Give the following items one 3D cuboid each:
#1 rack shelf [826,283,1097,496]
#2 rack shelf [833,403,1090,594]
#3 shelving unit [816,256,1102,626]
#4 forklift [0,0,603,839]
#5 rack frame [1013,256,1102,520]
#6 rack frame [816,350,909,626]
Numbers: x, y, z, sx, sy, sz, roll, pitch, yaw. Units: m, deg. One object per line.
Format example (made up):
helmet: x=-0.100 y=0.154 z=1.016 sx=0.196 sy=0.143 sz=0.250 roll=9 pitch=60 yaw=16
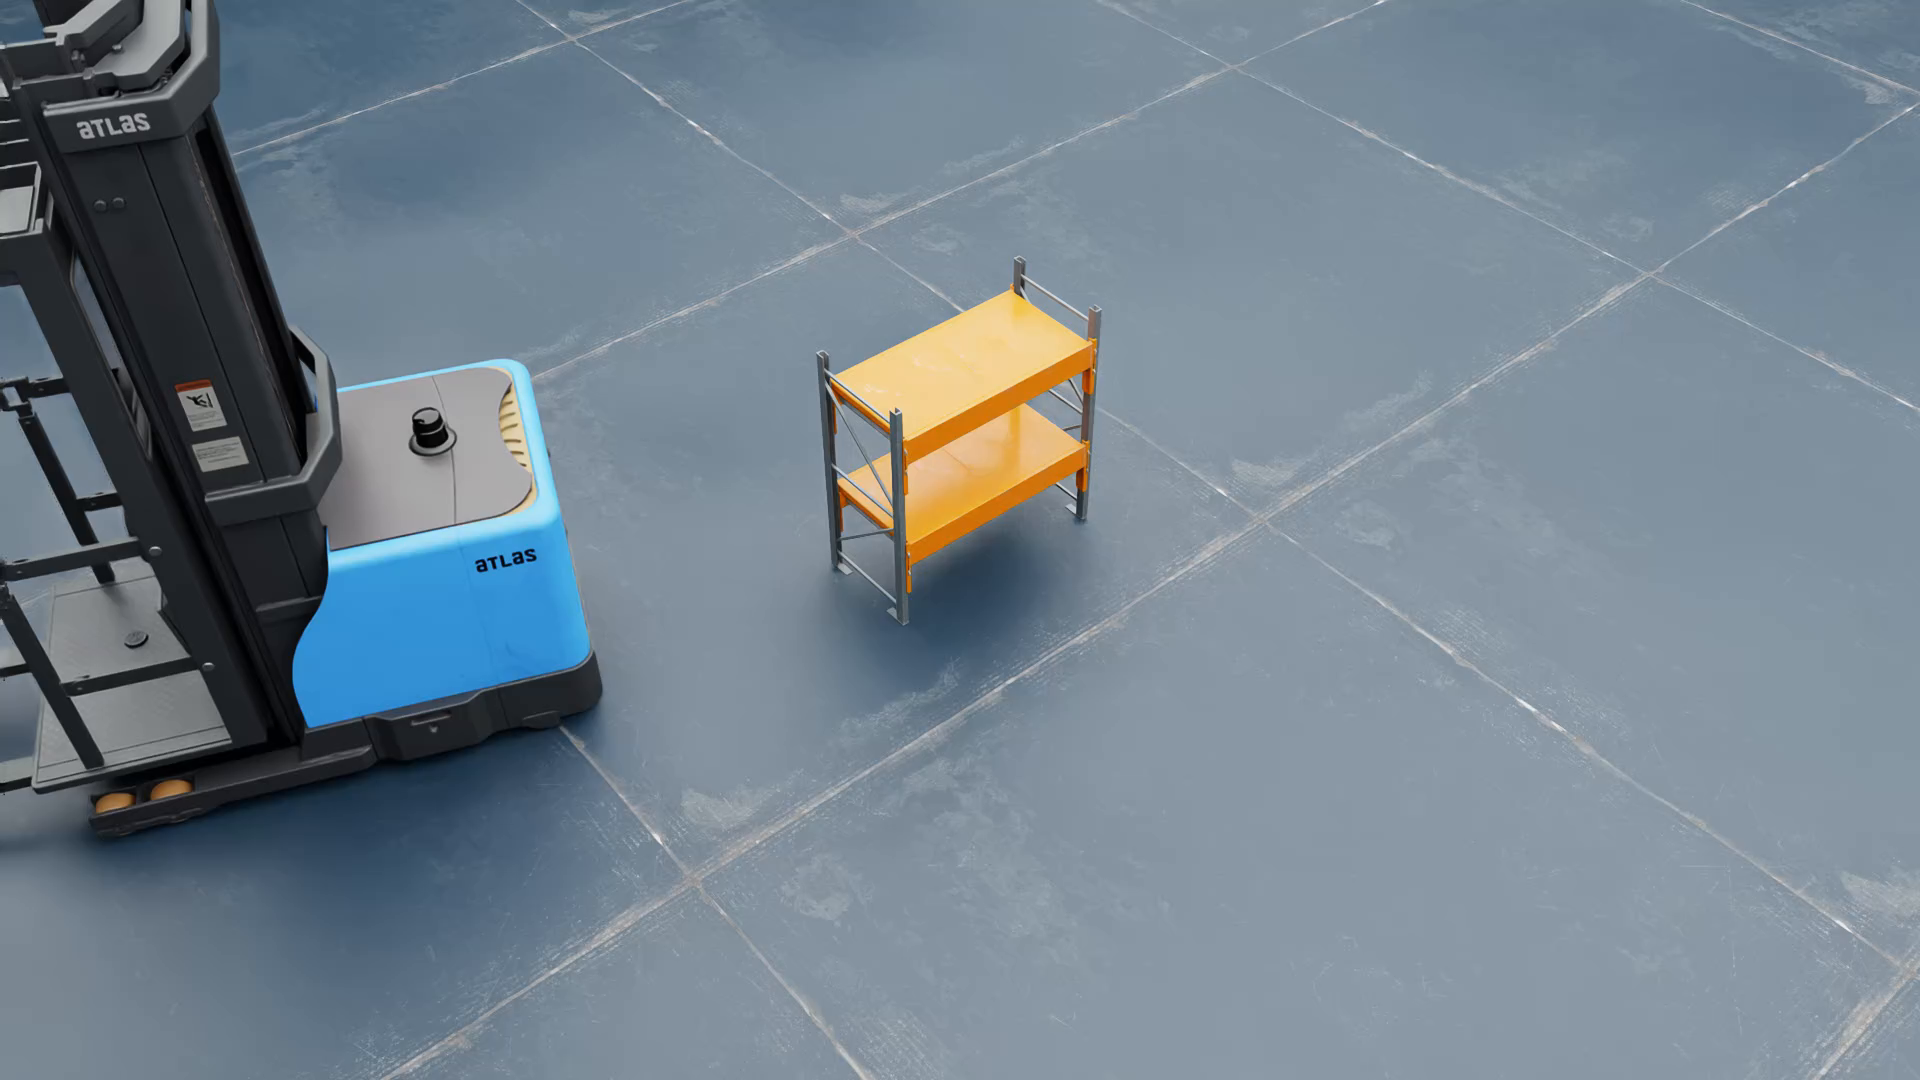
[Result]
rack shelf: x=0.005 y=-0.626 z=6.721 sx=1.000 sy=0.278 sz=0.538 roll=-30 pitch=51 yaw=-28
rack shelf: x=0.005 y=-0.235 z=7.089 sx=1.000 sy=0.278 sz=0.538 roll=-30 pitch=51 yaw=-28
shelving unit: x=0.005 y=-0.413 z=6.922 sx=1.048 sy=1.125 sz=0.538 roll=-30 pitch=51 yaw=-28
forklift: x=-2.984 y=-0.385 z=5.572 sx=3.031 sy=2.935 sz=1.130 roll=-13 pitch=45 yaw=-13
rack frame: x=0.395 y=-0.636 z=7.159 sx=0.032 sy=1.125 sz=0.500 roll=-30 pitch=51 yaw=-28
rack frame: x=-0.385 y=-0.190 z=6.684 sx=0.032 sy=1.125 sz=0.500 roll=-30 pitch=51 yaw=-28
